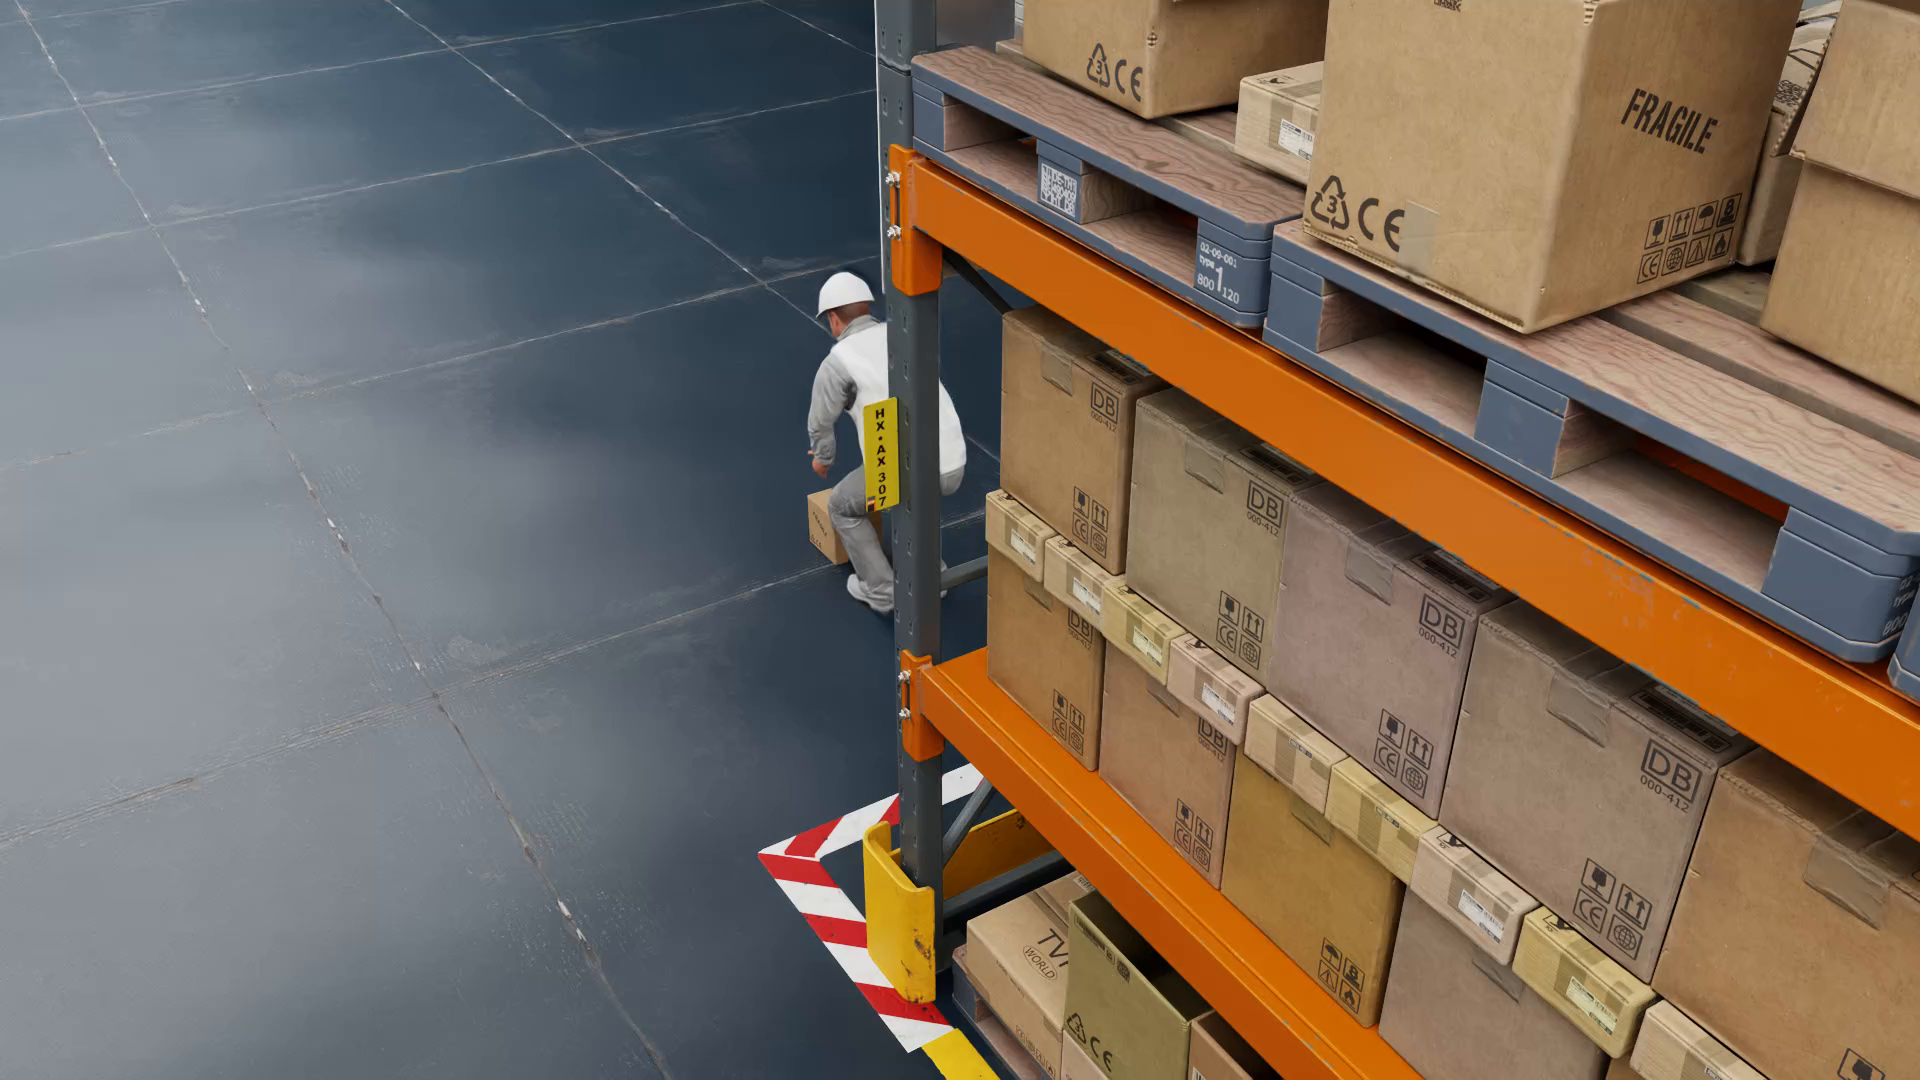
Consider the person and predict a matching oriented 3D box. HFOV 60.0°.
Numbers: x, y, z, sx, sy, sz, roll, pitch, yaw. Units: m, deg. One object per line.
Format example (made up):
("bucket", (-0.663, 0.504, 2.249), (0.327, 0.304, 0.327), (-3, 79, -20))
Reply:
("person", (-0.333, -0.379, 7.046), (0.591, 1.420, 0.769), (-19, 37, -27))
